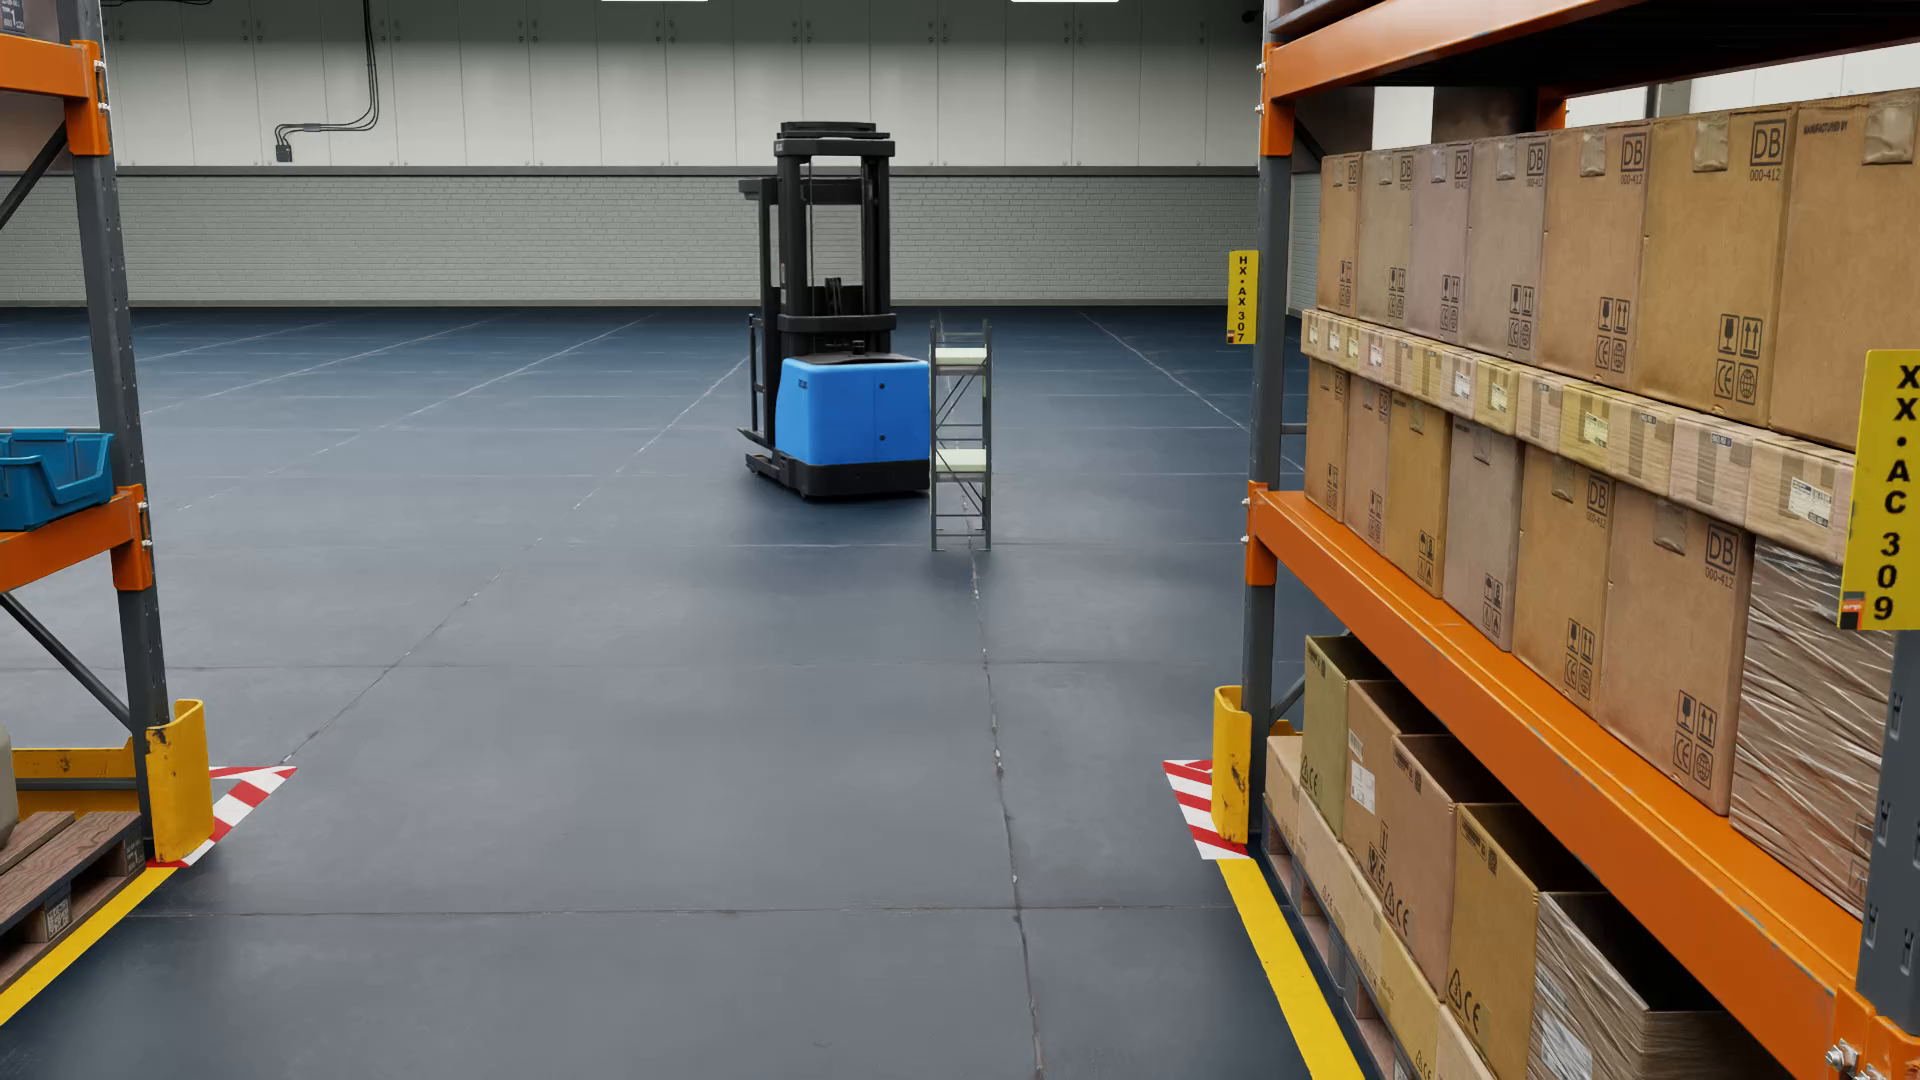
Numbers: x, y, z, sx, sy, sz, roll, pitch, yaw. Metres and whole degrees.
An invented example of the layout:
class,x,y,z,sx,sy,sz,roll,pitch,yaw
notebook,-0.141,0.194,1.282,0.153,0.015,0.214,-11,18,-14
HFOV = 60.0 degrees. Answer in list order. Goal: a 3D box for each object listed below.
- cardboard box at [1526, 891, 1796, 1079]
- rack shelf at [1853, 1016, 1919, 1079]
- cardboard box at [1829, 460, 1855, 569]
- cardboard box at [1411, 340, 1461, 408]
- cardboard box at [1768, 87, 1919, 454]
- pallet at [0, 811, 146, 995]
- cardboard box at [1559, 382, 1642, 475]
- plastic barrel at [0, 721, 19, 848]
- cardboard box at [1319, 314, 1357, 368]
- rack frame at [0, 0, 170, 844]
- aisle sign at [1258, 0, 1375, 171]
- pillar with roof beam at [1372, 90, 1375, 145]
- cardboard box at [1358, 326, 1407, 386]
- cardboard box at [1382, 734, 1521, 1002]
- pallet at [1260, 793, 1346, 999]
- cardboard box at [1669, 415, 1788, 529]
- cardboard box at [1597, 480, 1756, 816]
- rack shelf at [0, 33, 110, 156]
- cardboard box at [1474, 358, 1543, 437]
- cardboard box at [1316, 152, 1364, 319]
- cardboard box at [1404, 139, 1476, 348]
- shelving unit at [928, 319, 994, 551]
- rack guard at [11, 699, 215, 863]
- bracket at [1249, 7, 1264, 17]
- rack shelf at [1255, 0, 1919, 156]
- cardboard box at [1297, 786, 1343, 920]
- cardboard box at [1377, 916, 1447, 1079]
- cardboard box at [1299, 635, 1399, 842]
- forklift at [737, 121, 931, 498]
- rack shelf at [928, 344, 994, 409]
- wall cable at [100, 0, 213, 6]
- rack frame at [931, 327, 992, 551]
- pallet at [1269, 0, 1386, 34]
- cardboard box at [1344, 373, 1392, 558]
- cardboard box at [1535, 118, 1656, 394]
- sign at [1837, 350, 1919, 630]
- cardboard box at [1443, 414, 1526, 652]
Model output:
class,x,y,z,sx,sy,sz,roll,pitch,yaw
cardboard box,1.403,0.989,3.114,0.500,0.500,0.500,0,11,-1
rack shelf,1.671,1.155,0.129,1.077,0.370,4.000,0,11,-1
cardboard box,1.410,-0.015,2.204,0.380,0.149,0.250,0,11,-1
cardboard box,1.368,-0.422,4.211,0.380,0.149,0.250,0,11,-2
cardboard box,1.614,-0.368,2.312,0.700,0.500,0.500,0,11,-1
pallet,-3.345,1.173,5.247,1.003,0.211,1.213,0,11,-1
cardboard box,1.391,-0.217,3.201,0.380,0.149,0.250,0,11,-1
plastic barrel,-3.315,0.774,5.402,0.421,0.512,0.421,0,11,0
cardboard box,1.348,-0.625,5.214,0.380,0.149,0.250,-1,11,-3
rack frame,-3.405,-0.370,5.839,1.000,3.000,0.127,0,11,-1
aisle sign,1.239,-1.676,5.736,0.394,0.787,0.004,0,11,-1
pillar with roof beam,2.579,-7.968,28.204,9.100,9.000,0.400,0,11,-1
cardboard box,1.355,-0.526,4.722,0.380,0.149,0.250,0,11,-2
cardboard box,1.364,0.790,4.093,0.500,0.500,0.500,0,11,-1
pallet,1.605,1.129,5.465,1.003,0.211,1.213,0,11,-1
cardboard box,1.399,-0.116,2.703,0.380,0.149,0.250,-1,11,-3
cardboard box,1.597,0.163,2.958,0.700,0.500,0.500,0,11,-2
rack shelf,-3.364,-1.090,3.653,1.077,0.370,4.000,0,11,-1
cardboard box,1.377,-0.320,3.709,0.380,0.149,0.250,0,11,1
cardboard box,1.545,-0.971,5.288,0.700,0.500,0.500,0,11,-1
cardboard box,1.572,-0.766,4.278,0.700,0.500,0.500,0,11,-1
shelving unit,0.000,-0.736,11.417,0.431,1.500,0.755,0,11,-1
rack guard,-3.357,0.870,6.014,1.175,0.500,0.348,0,11,-1
bracket,6.359,-11.378,35.955,0.076,0.066,3.189,0,11,-1
rack shelf,1.588,-1.110,3.750,1.077,0.370,4.000,0,11,-1
cardboard box,1.350,0.959,5.148,0.500,0.250,0.500,0,11,-1
cardboard box,1.365,1.158,4.168,0.500,0.250,0.500,0,11,-1
cardboard box,1.348,0.591,5.073,0.500,0.500,0.500,0,11,-1
forklift,-1.217,-2.015,14.121,1.130,2.935,3.031,-5,12,-21
rack shelf,0.000,-1.119,11.339,0.431,0.370,0.720,0,11,-1
wall cable,-17.674,-12.847,35.917,3.097,2.526,0.112,0,11,-1
rack frame,0.007,-0.664,11.058,0.400,1.500,0.023,0,11,-1
pallet,1.536,-1.676,4.953,1.003,0.211,1.213,0,11,-1
cardboard box,1.559,-0.242,4.954,0.700,0.500,0.500,0,11,0
cardboard box,1.593,-0.568,3.298,0.700,0.500,0.500,0,11,-1
sign,1.075,-0.055,1.910,0.100,0.325,0.005,0,11,-1
cardboard box,1.579,-0.038,3.952,0.700,0.500,0.500,0,11,1
